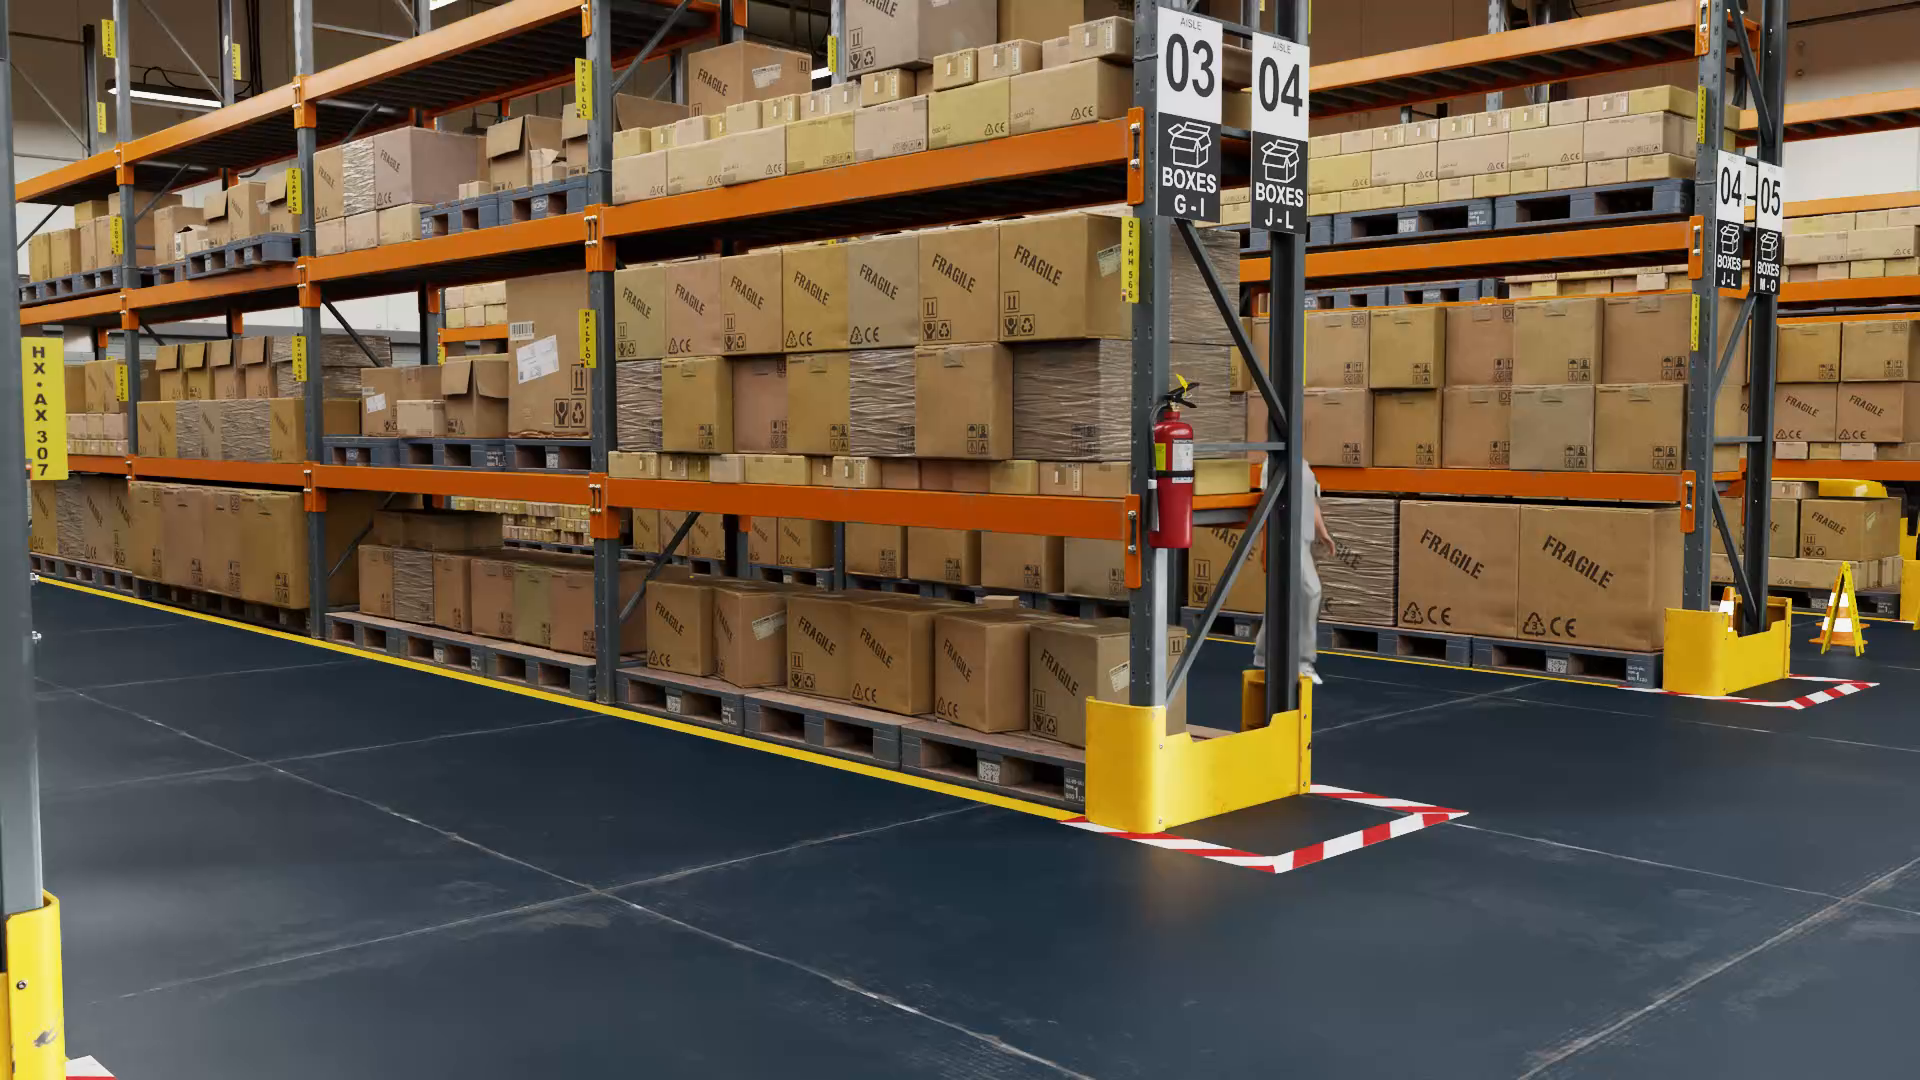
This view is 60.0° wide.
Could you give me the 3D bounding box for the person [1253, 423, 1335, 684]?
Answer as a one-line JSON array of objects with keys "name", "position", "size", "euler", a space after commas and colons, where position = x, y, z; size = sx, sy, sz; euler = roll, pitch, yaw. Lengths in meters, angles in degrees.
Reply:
[{"name": "person", "position": [2.124, 0.044, 10.526], "size": [0.578, 1.726, 0.457], "euler": [3, 5, 40]}]
